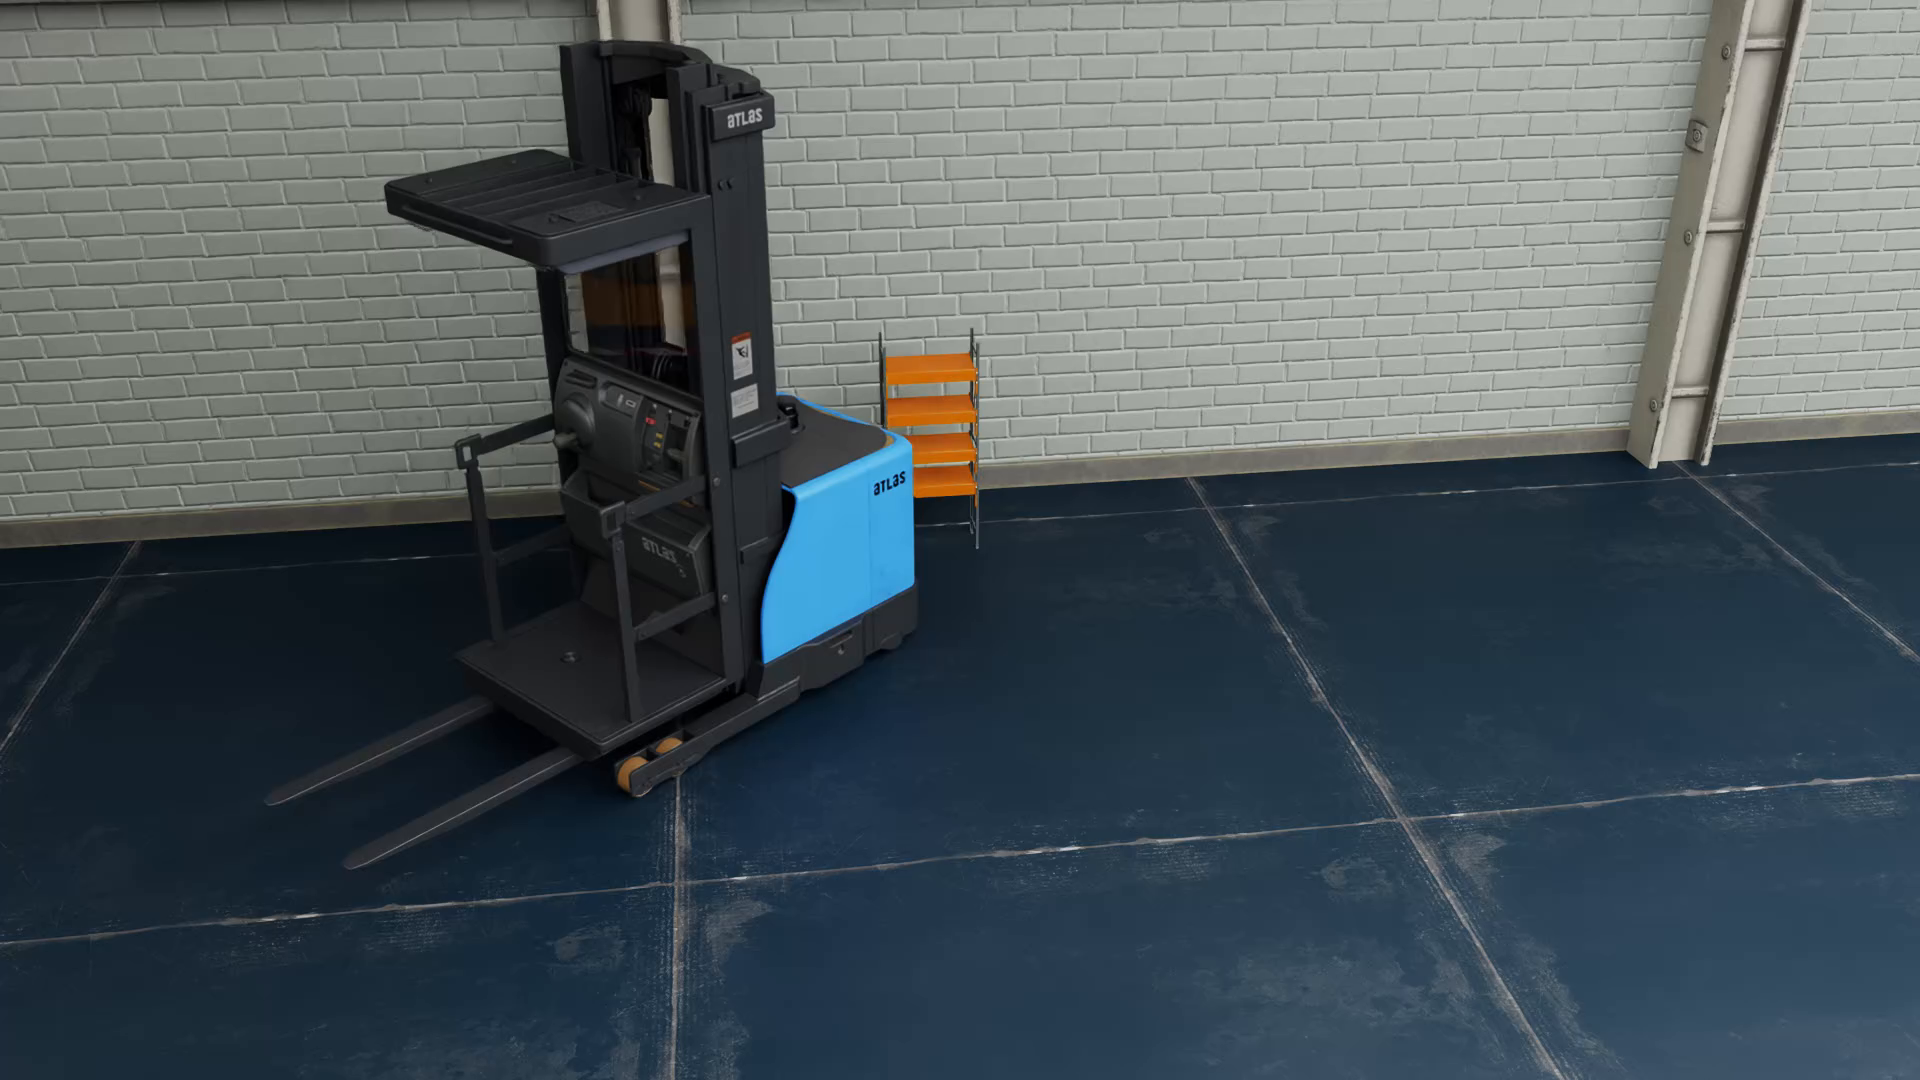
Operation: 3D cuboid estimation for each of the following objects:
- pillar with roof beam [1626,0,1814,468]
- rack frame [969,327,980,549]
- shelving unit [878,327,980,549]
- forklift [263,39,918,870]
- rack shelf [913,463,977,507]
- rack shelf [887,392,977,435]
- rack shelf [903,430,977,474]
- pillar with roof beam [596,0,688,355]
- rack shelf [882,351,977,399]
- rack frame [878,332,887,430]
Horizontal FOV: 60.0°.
[{"bbox_3d":[4.955,-2.574,4.410,0.400,9.000,9.100,-4,27,-7],"label":"pillar with roof beam"},{"bbox_3d":[0.078,-0.539,8.986,0.015,1.200,0.240,-4,27,-7],"label":"rack frame"},{"bbox_3d":[-0.164,-0.523,8.956,0.503,1.200,0.258,-4,27,-7],"label":"shelving unit"},{"bbox_3d":[-1.563,-0.469,6.954,1.130,2.935,3.031,22,35,36],"label":"forklift"},{"bbox_3d":[-0.164,-0.287,9.077,0.480,0.148,0.258,-4,27,-7],"label":"rack shelf"},{"bbox_3d":[-0.164,-0.662,8.884,0.480,0.148,0.258,-4,27,-7],"label":"rack shelf"},{"bbox_3d":[-0.164,-0.463,8.986,0.480,0.148,0.258,-4,27,-7],"label":"rack shelf"},{"bbox_3d":[-0.987,-2.193,3.666,0.400,9.000,9.100,-4,27,-7],"label":"pillar with roof beam"},{"bbox_3d":[-0.164,-0.873,8.776,0.480,0.148,0.258,-4,27,-7],"label":"rack shelf"},{"bbox_3d":[-0.406,-0.508,8.925,0.015,1.200,0.240,-4,27,-7],"label":"rack frame"}]
